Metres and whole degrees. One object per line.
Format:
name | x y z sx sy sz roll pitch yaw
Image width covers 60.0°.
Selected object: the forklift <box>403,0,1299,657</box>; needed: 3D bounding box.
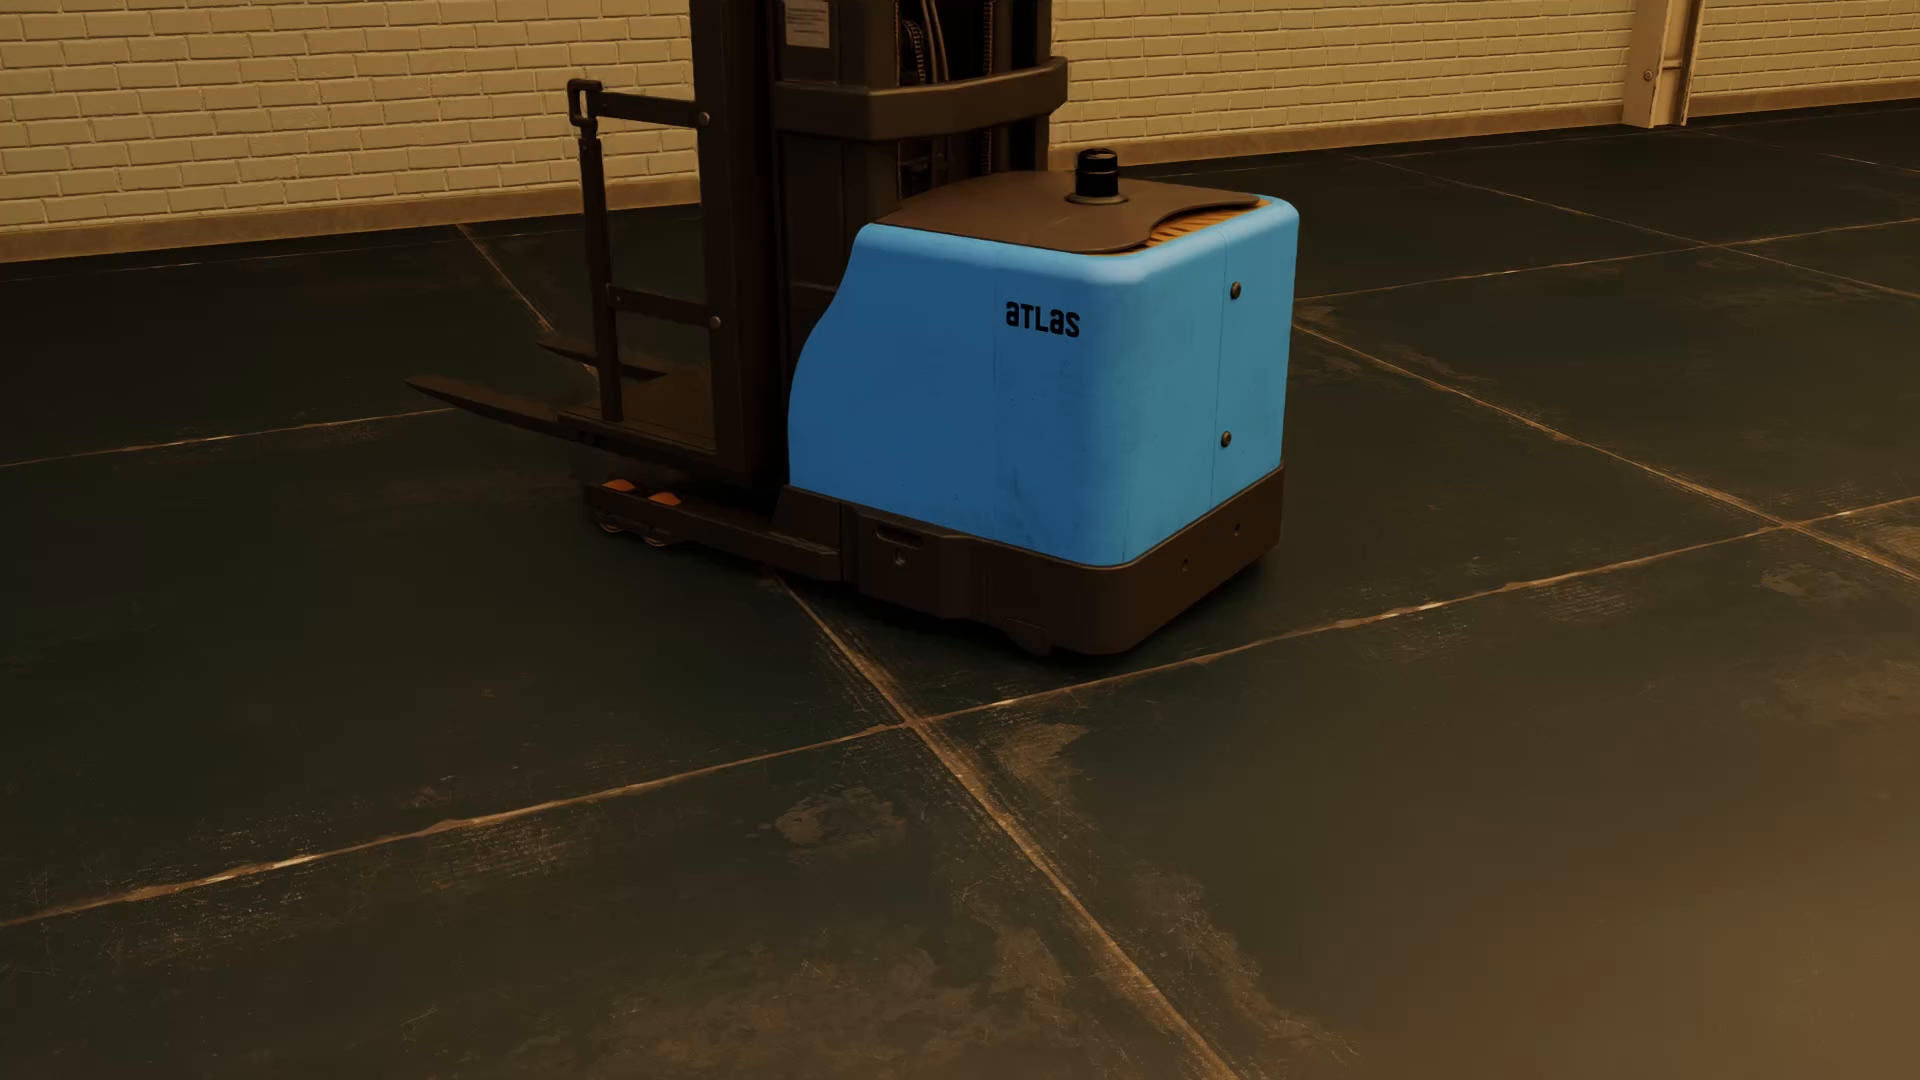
forklift | -0.549 -1.479 4.847 3.031 2.935 1.130 15 27 32
